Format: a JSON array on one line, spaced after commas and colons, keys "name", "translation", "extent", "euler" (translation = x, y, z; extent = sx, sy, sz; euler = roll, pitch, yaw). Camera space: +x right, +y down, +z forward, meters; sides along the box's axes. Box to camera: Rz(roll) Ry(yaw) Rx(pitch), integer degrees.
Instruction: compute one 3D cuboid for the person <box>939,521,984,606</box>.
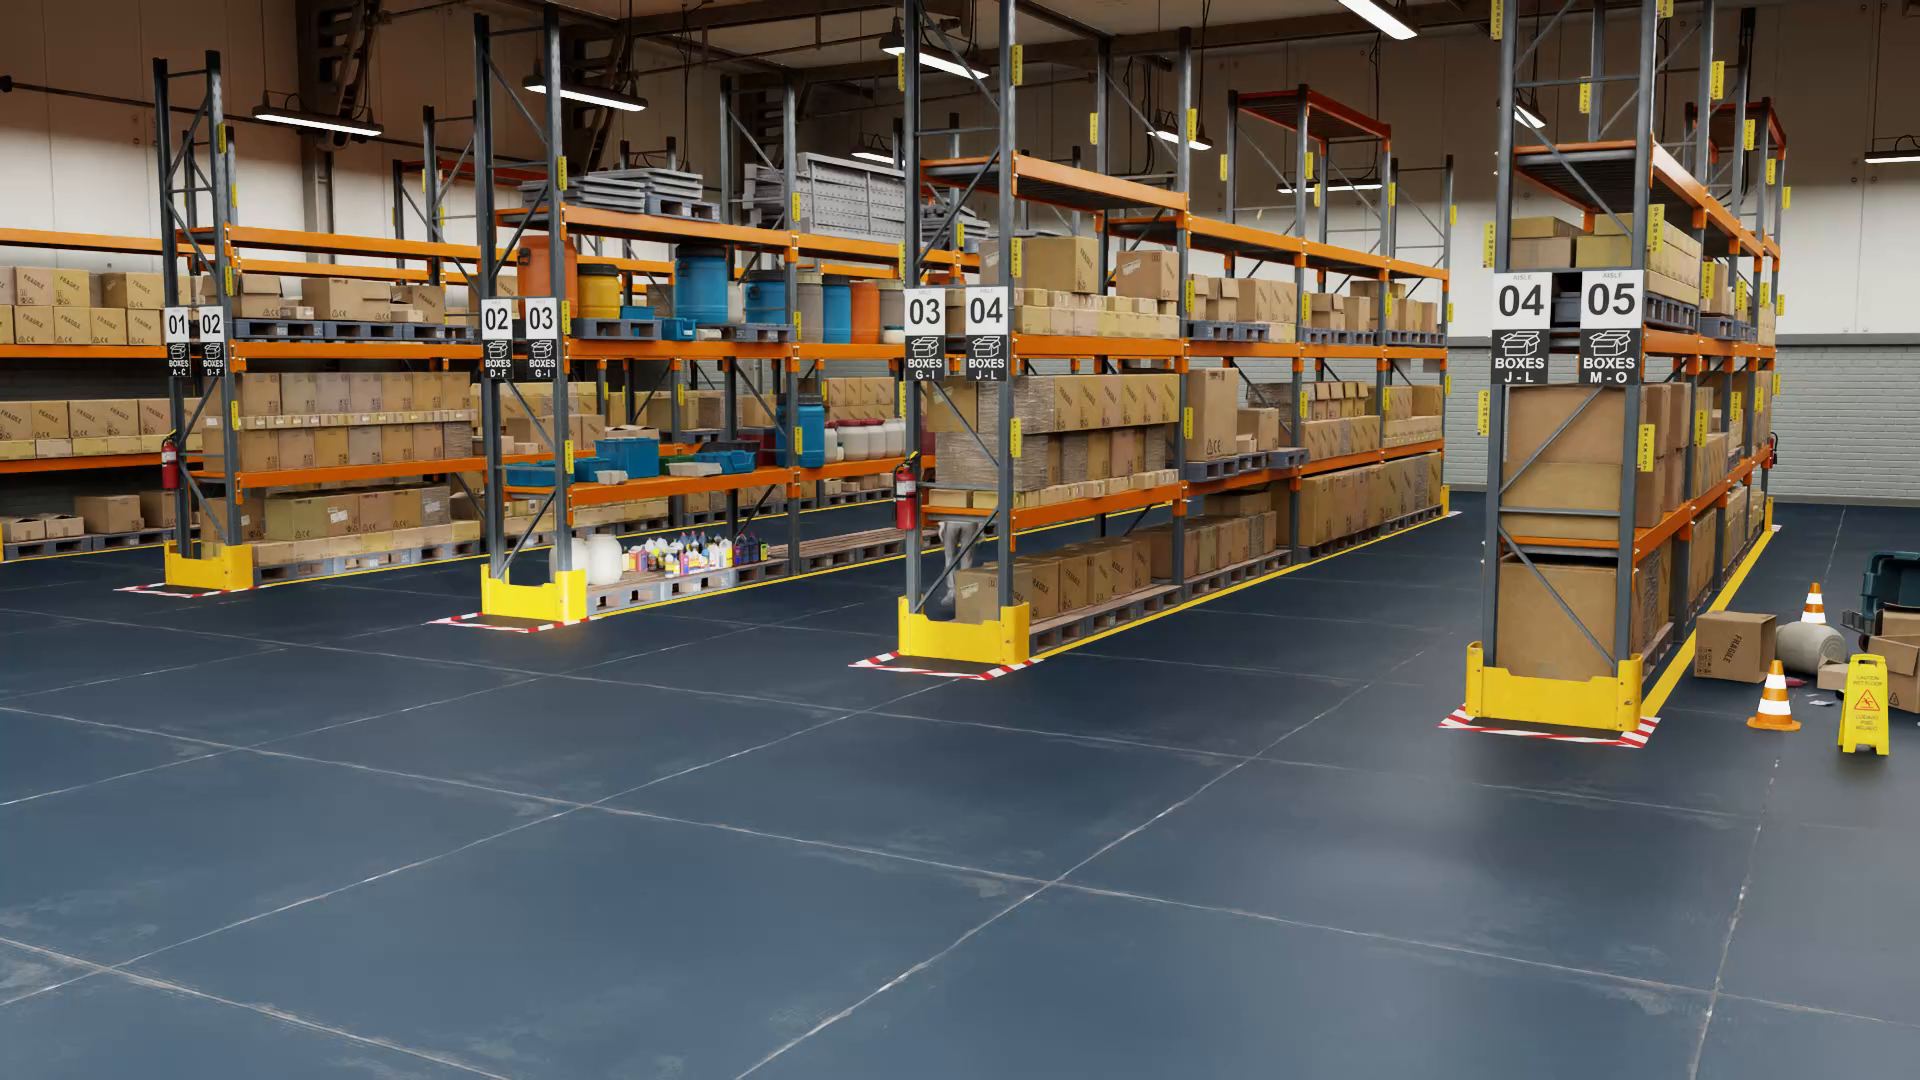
[{"name": "person", "translation": [0.036, -0.122, 17.400], "extent": [0.510, 1.687, 0.511], "euler": [0, 6, 2]}]
